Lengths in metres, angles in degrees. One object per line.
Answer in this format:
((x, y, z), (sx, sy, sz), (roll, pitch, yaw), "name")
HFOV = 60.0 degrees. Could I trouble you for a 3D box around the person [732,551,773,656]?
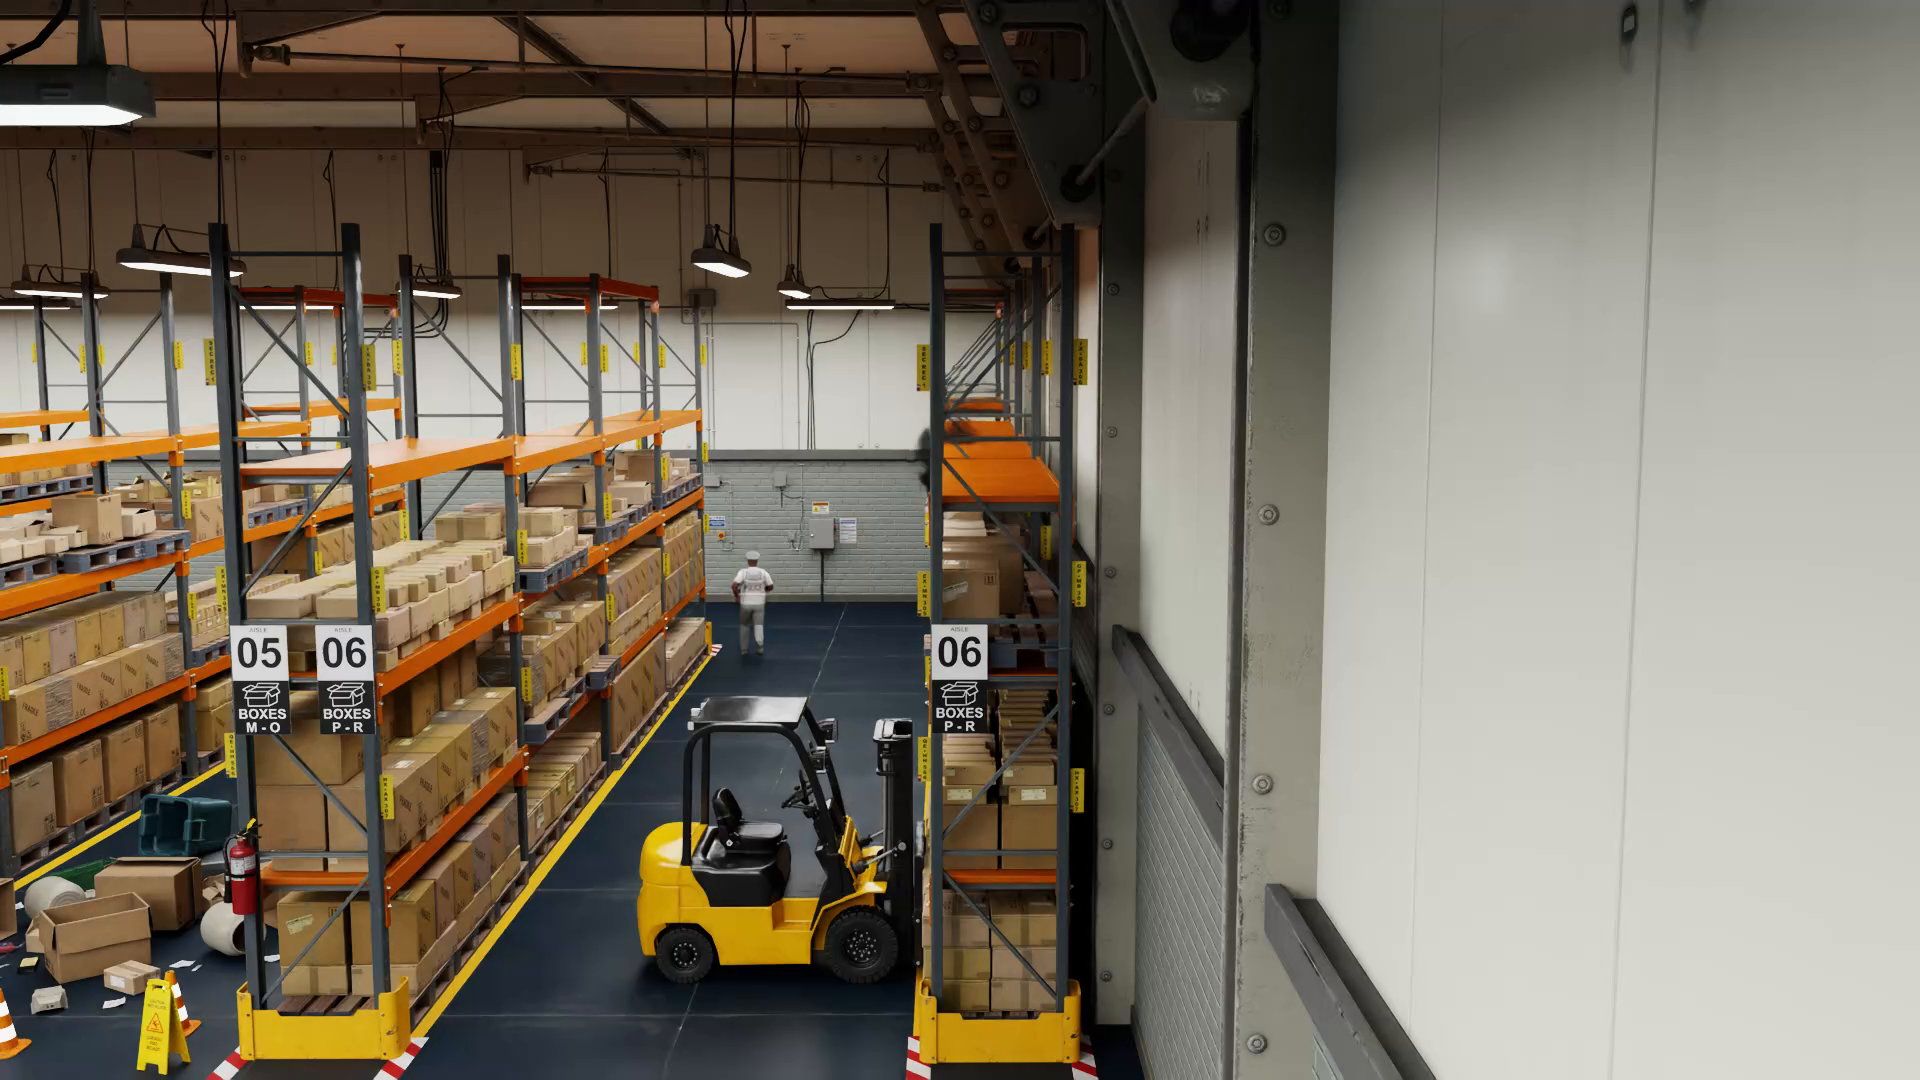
((-3.437, 1.070, 27.570), (0.687, 1.782, 0.845), (-1, 7, -10), "person")
